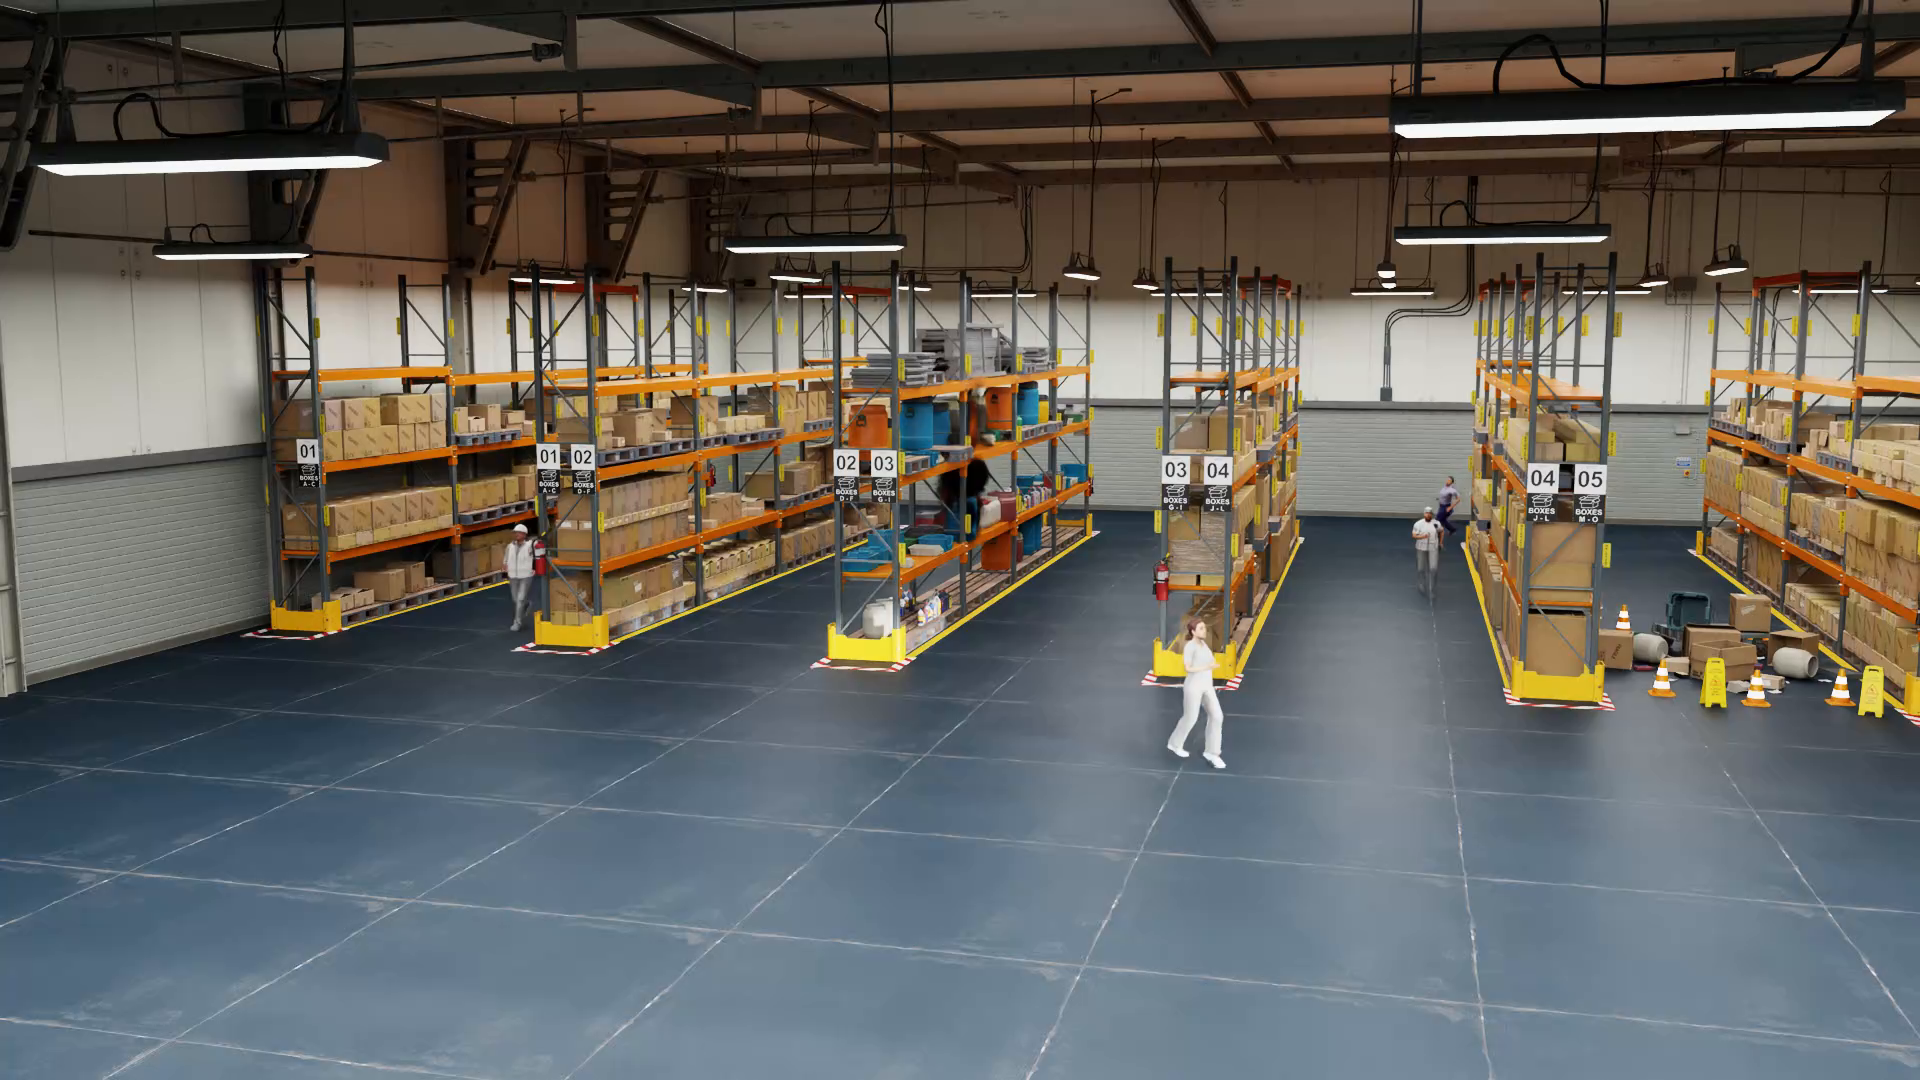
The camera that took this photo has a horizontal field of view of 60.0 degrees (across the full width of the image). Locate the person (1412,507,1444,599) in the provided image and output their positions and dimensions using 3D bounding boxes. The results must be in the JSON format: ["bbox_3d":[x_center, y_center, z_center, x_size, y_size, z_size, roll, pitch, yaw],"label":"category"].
[{"bbox_3d":[8.779,0.232,31.213,0.576,1.730,0.722,2,8,16],"label":"person"}]

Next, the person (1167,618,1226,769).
[{"bbox_3d":[2.726,1.744,19.141,0.552,1.716,0.758,-7,10,-43],"label":"person"}]

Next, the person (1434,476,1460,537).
[{"bbox_3d":[11.473,-0.754,39.350,0.791,1.560,0.821,0,7,0],"label":"person"}]

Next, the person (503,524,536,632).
[{"bbox_3d":[-7.337,0.609,27.832,0.676,1.741,0.971,1,7,11],"label":"person"}]
